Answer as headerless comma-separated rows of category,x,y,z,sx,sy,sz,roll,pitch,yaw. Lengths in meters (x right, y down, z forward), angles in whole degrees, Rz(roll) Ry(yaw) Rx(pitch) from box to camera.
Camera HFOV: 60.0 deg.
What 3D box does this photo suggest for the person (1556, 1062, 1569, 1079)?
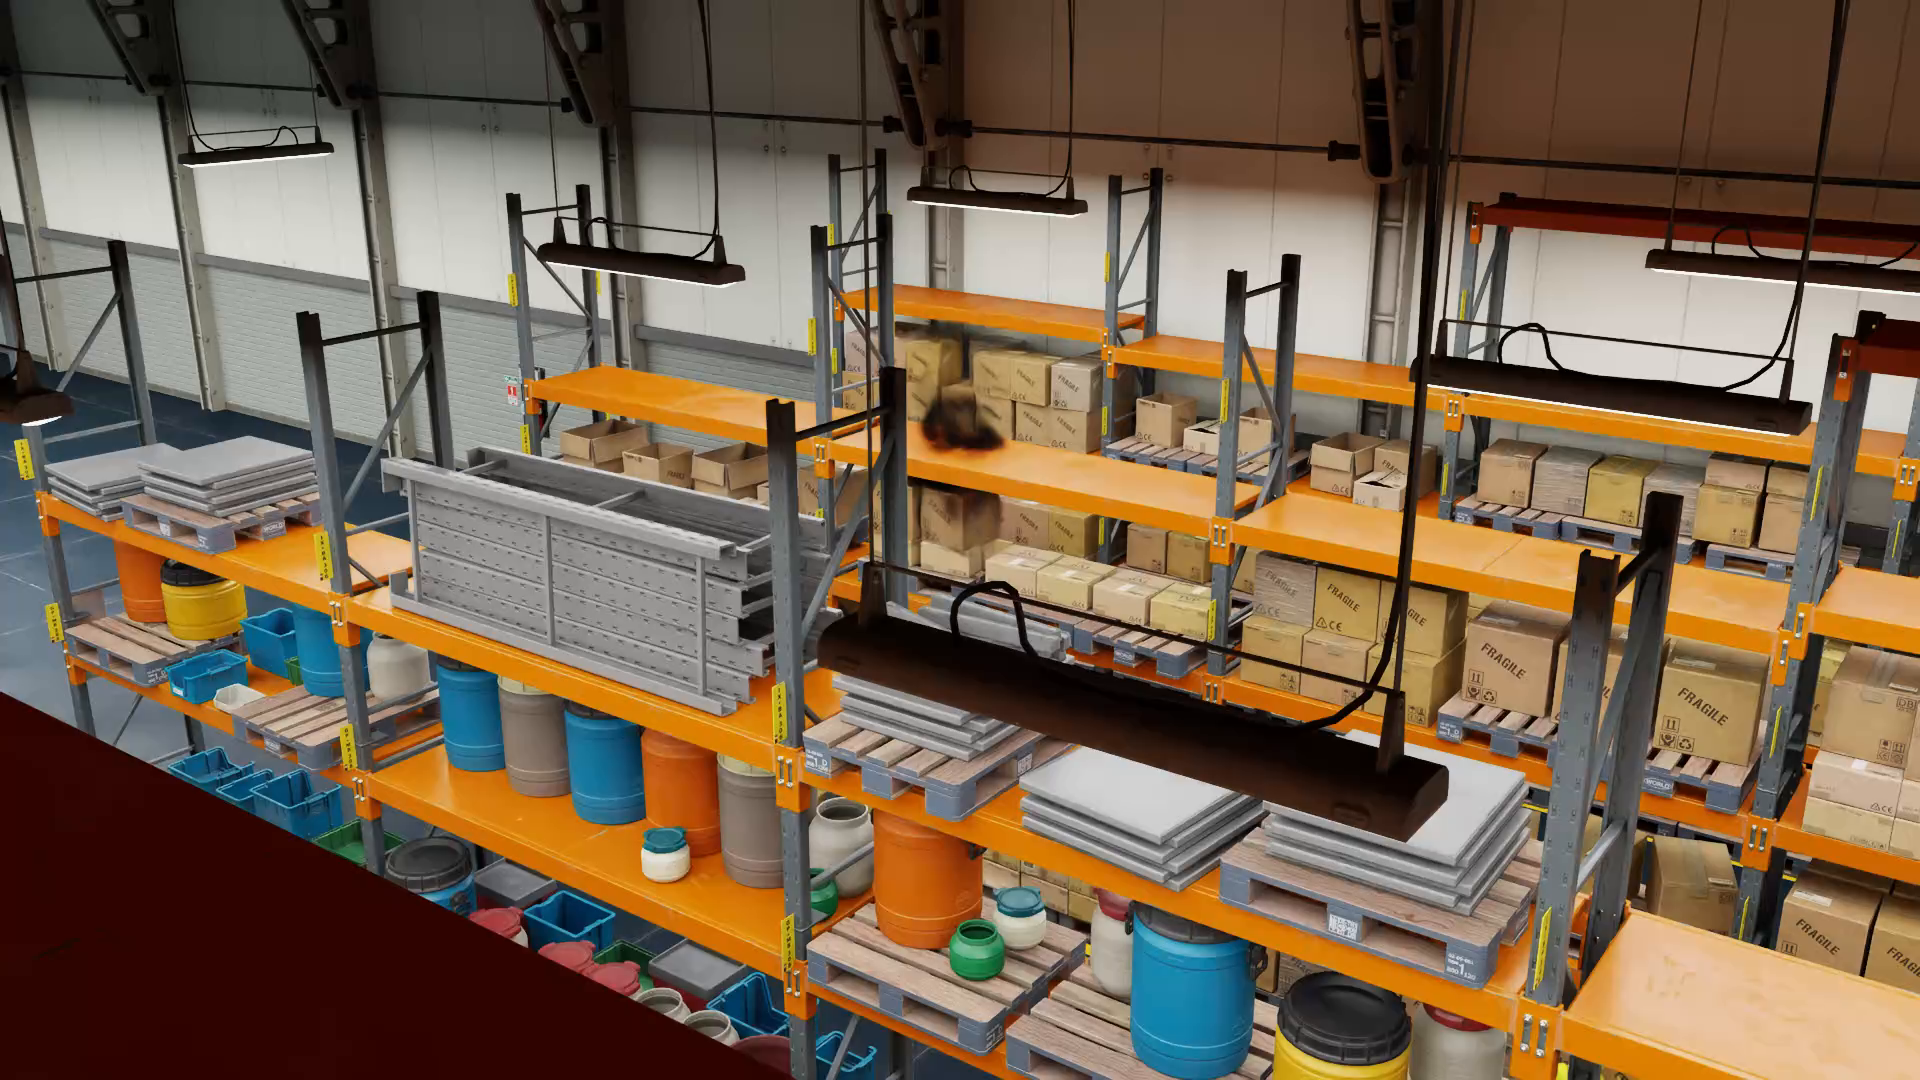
person,3.686,4.022,10.411,0.616,1.725,0.701,8,20,23
